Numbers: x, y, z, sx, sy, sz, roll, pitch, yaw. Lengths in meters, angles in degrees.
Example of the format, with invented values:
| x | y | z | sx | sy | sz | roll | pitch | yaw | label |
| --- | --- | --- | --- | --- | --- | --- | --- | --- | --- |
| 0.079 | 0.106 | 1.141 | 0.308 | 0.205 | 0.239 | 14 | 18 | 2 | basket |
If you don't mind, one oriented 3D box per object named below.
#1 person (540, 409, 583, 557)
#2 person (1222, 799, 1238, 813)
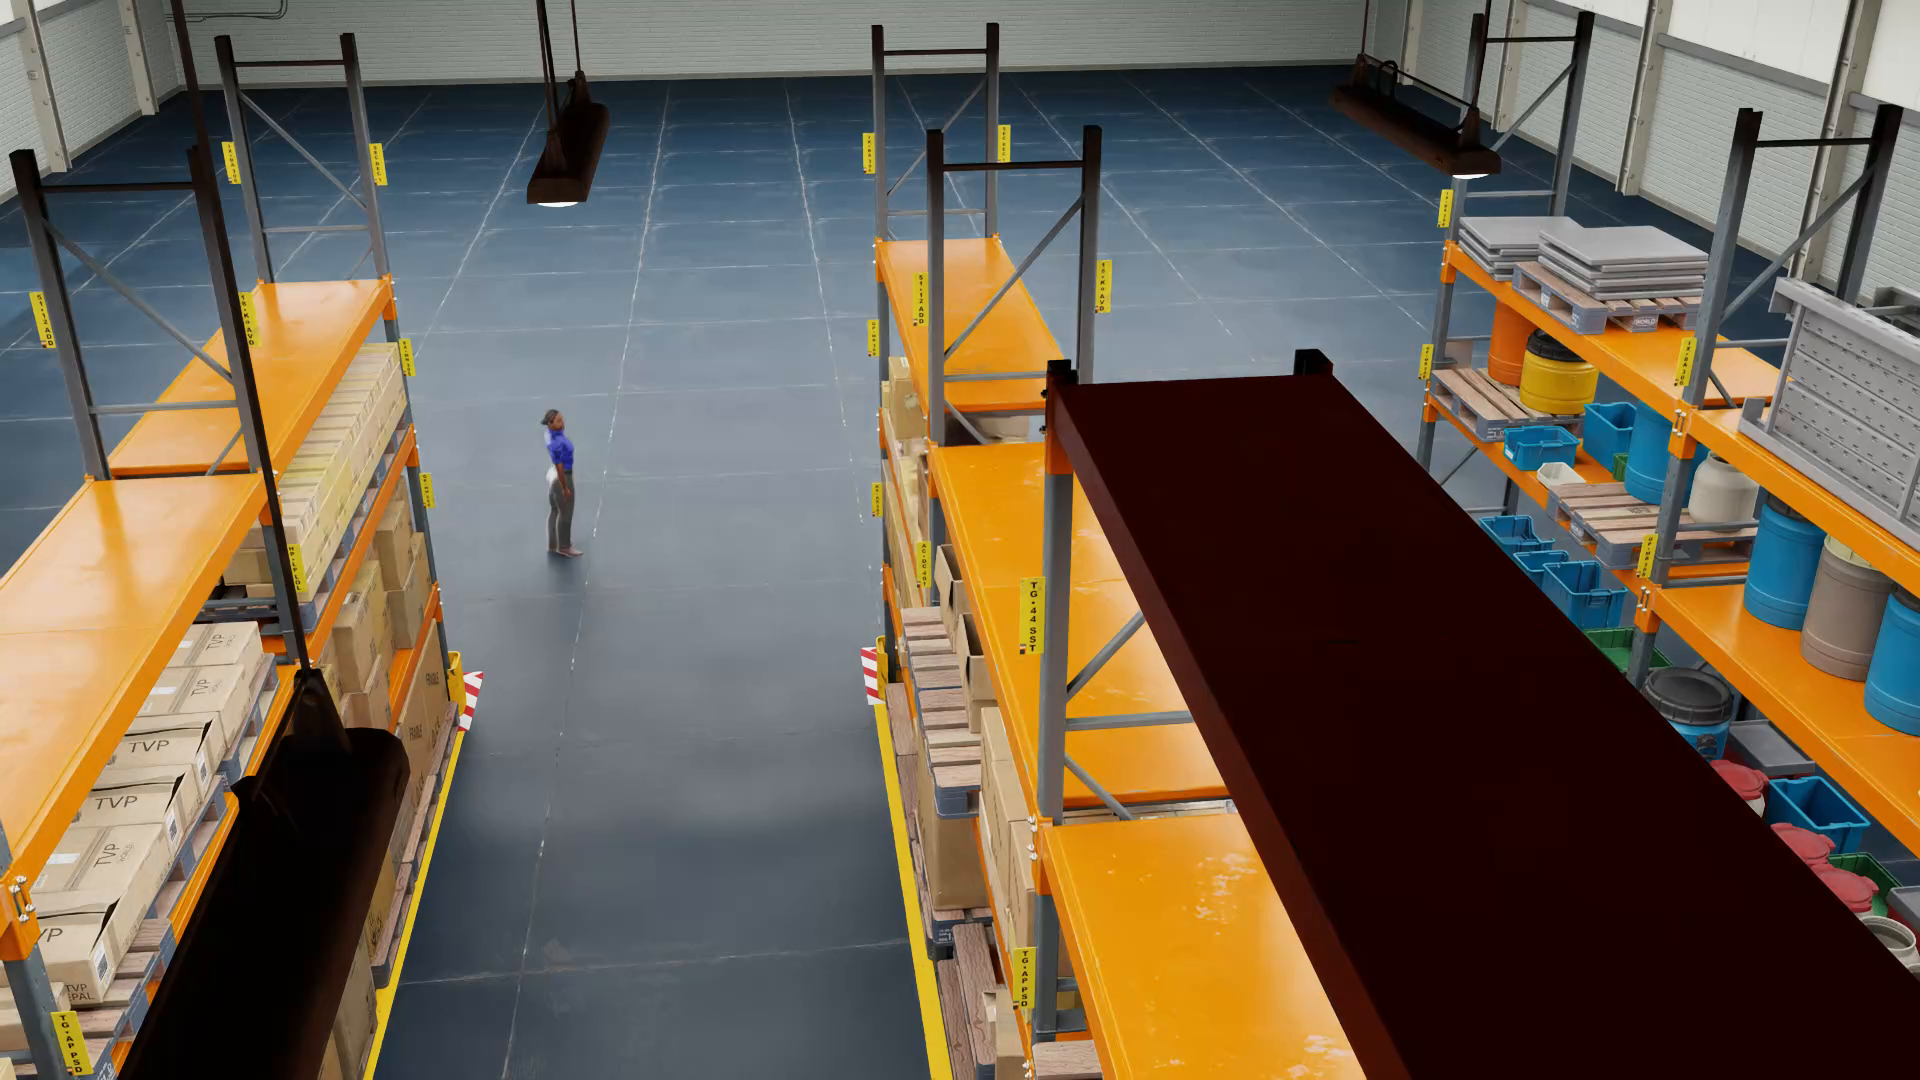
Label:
| x | y | z | sx | sy | sz | roll | pitch | yaw | label |
| --- | --- | --- | --- | --- | --- | --- | --- | --- | --- |
| -4.341 | -0.621 | 17.927 | 0.372 | 1.674 | 0.551 | -13 | 28 | -25 | person |
| 1.821 | 2.108 | 12.204 | 0.424 | 1.644 | 0.569 | 21 | 32 | 37 | person |
